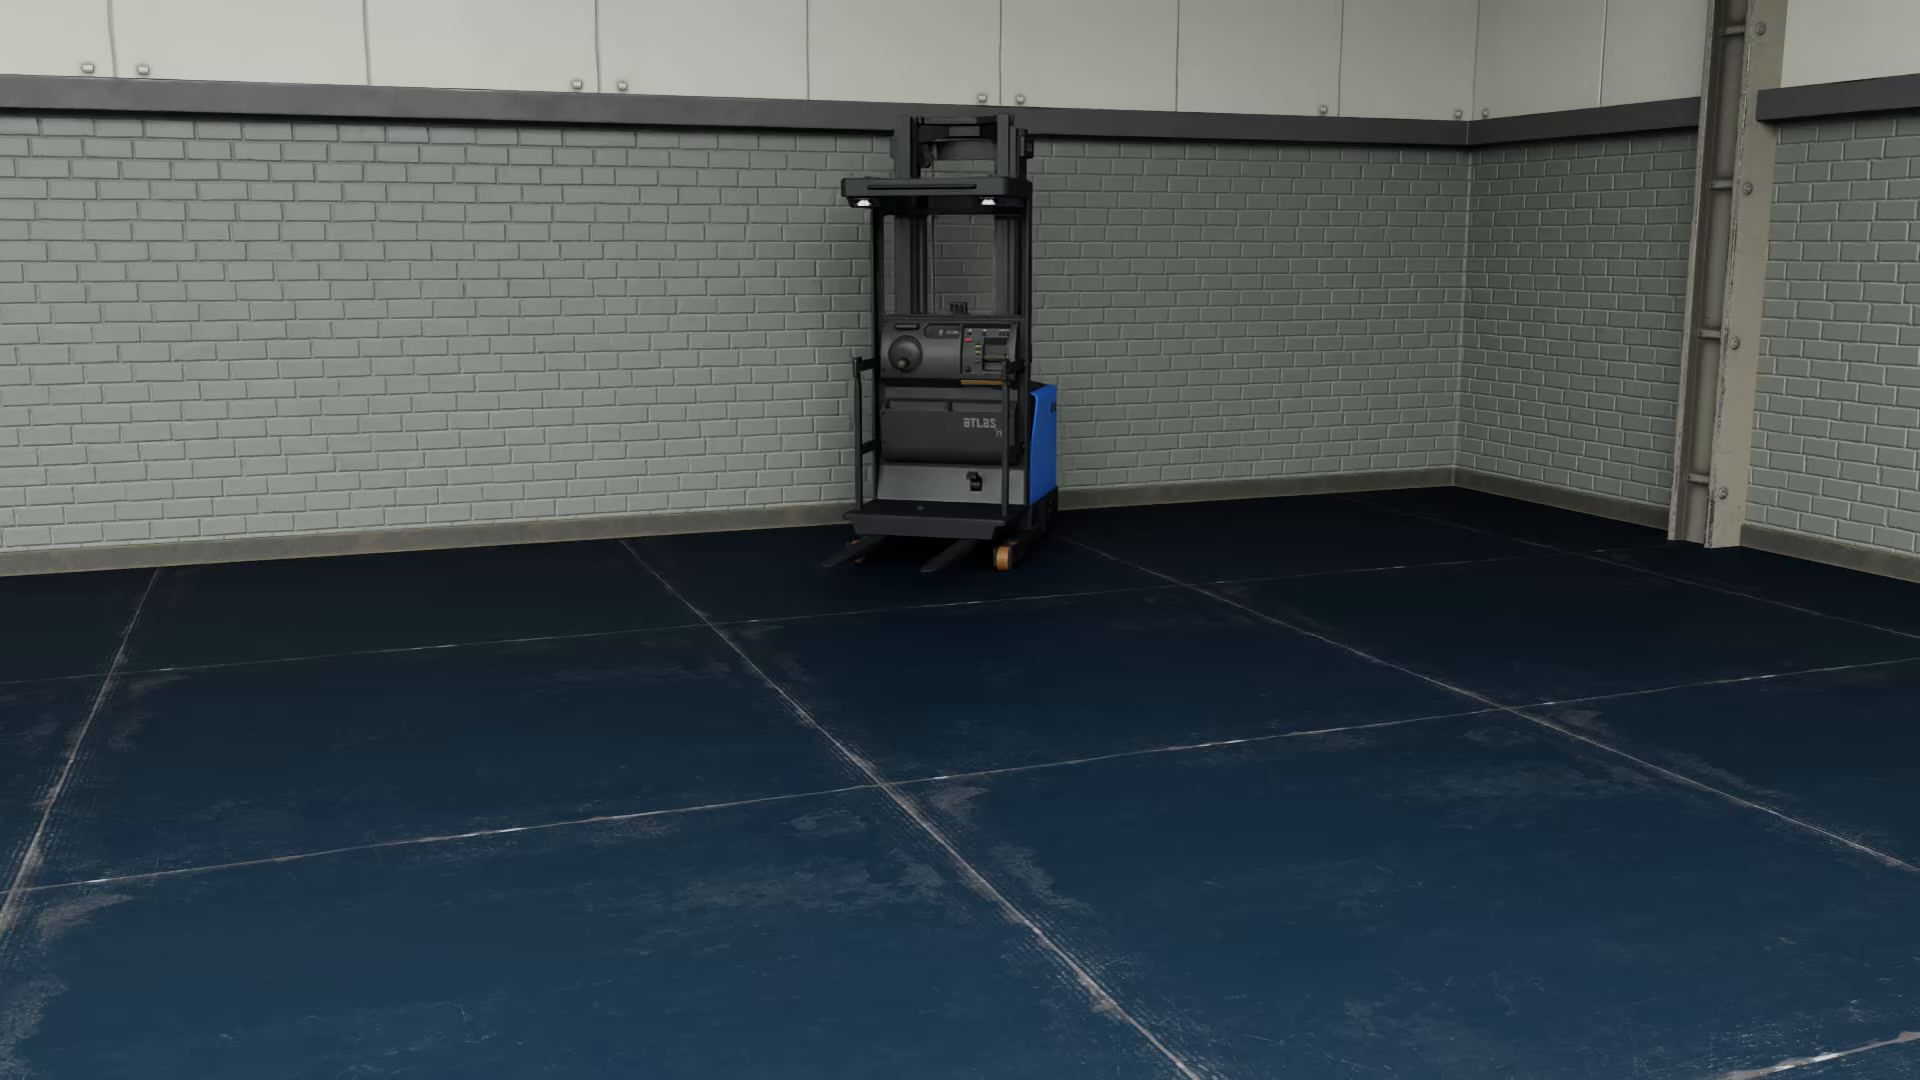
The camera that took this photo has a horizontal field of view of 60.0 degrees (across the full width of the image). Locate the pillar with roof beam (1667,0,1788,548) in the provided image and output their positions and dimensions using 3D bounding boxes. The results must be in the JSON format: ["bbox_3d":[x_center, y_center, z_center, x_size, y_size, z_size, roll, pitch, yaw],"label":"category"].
[{"bbox_3d":[1.287,-4.142,9.512,9.100,9.000,0.400,-4,11,-21],"label":"pillar with roof beam"}]

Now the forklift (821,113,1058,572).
[{"bbox_3d":[-0.124,-1.314,10.937,1.130,2.935,3.031,3,10,14],"label":"forklift"}]
